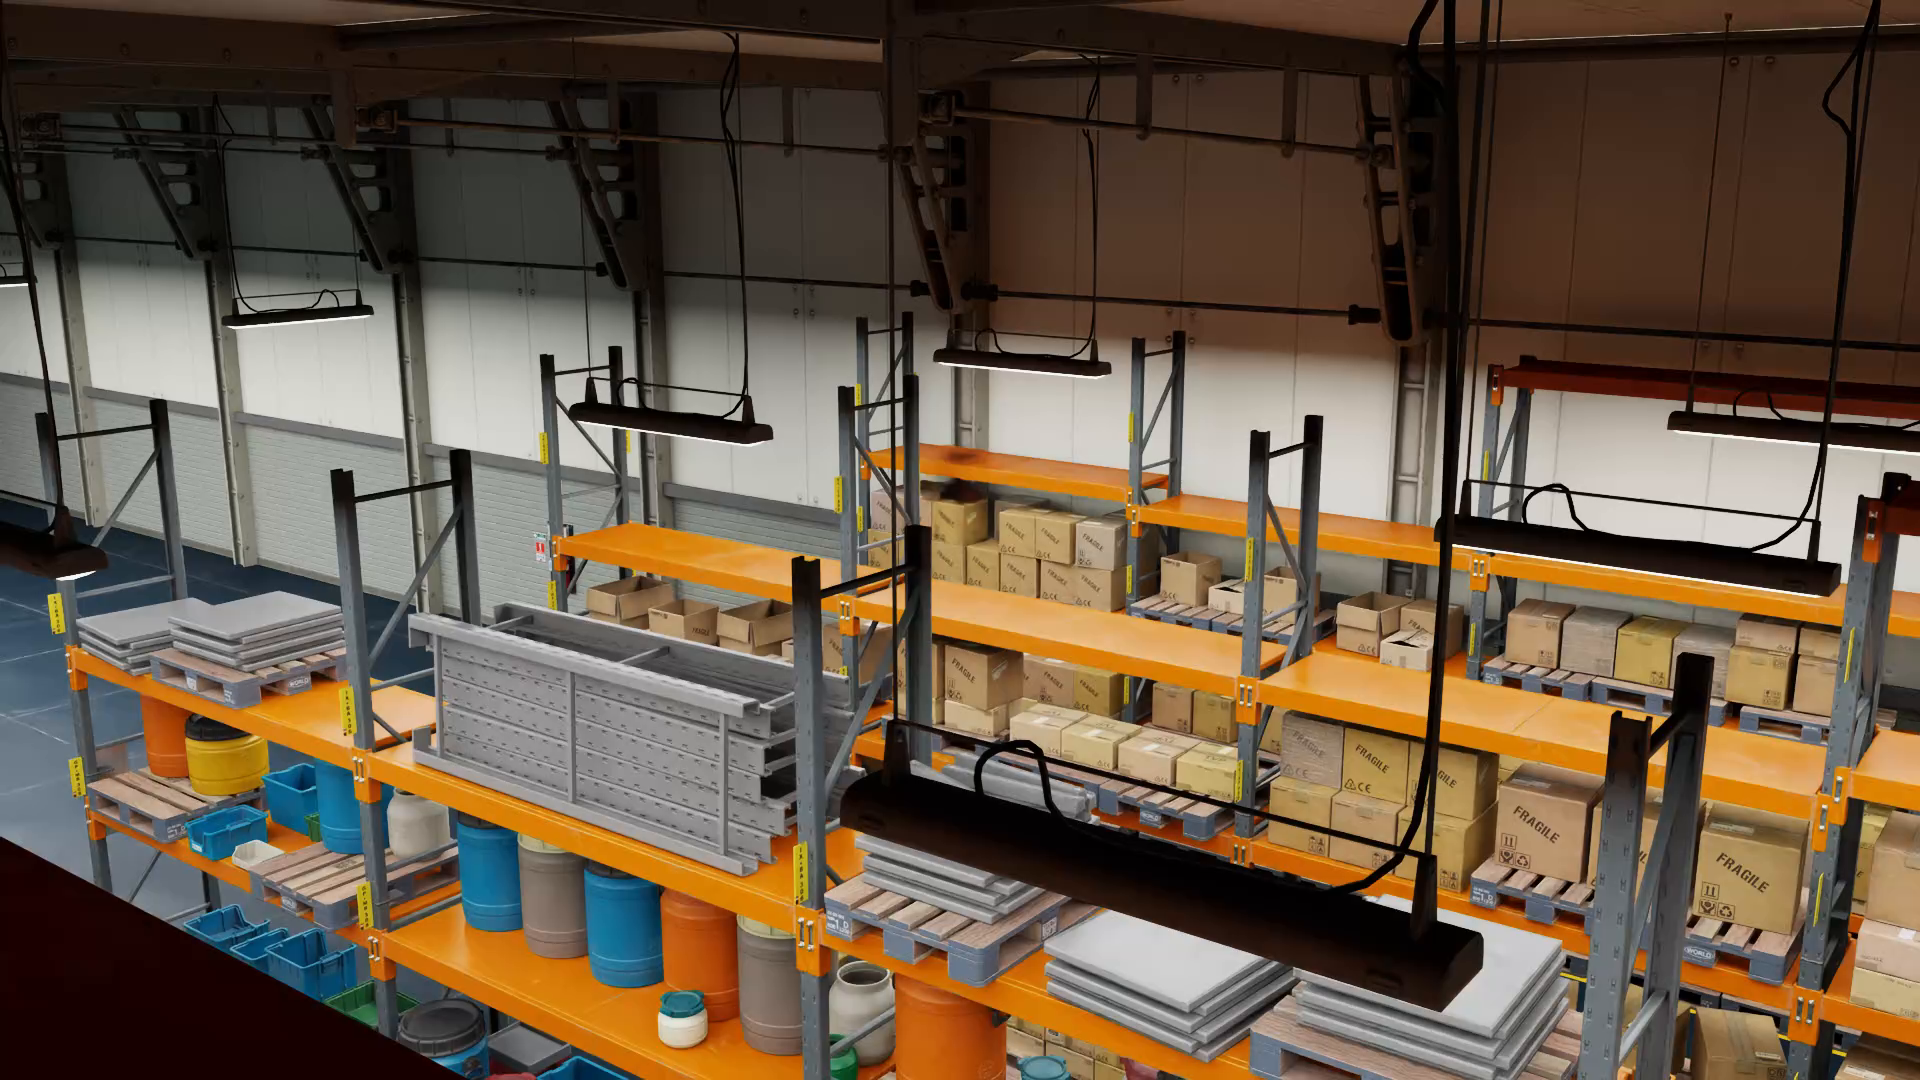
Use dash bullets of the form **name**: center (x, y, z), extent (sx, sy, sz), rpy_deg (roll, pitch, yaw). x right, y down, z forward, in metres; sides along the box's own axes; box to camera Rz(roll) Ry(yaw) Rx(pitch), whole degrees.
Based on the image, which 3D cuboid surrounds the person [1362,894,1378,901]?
- **person**: center (3.755, 3.799, 15.183), extent (0.877, 1.813, 0.610), rpy_deg (10, 16, 36)
